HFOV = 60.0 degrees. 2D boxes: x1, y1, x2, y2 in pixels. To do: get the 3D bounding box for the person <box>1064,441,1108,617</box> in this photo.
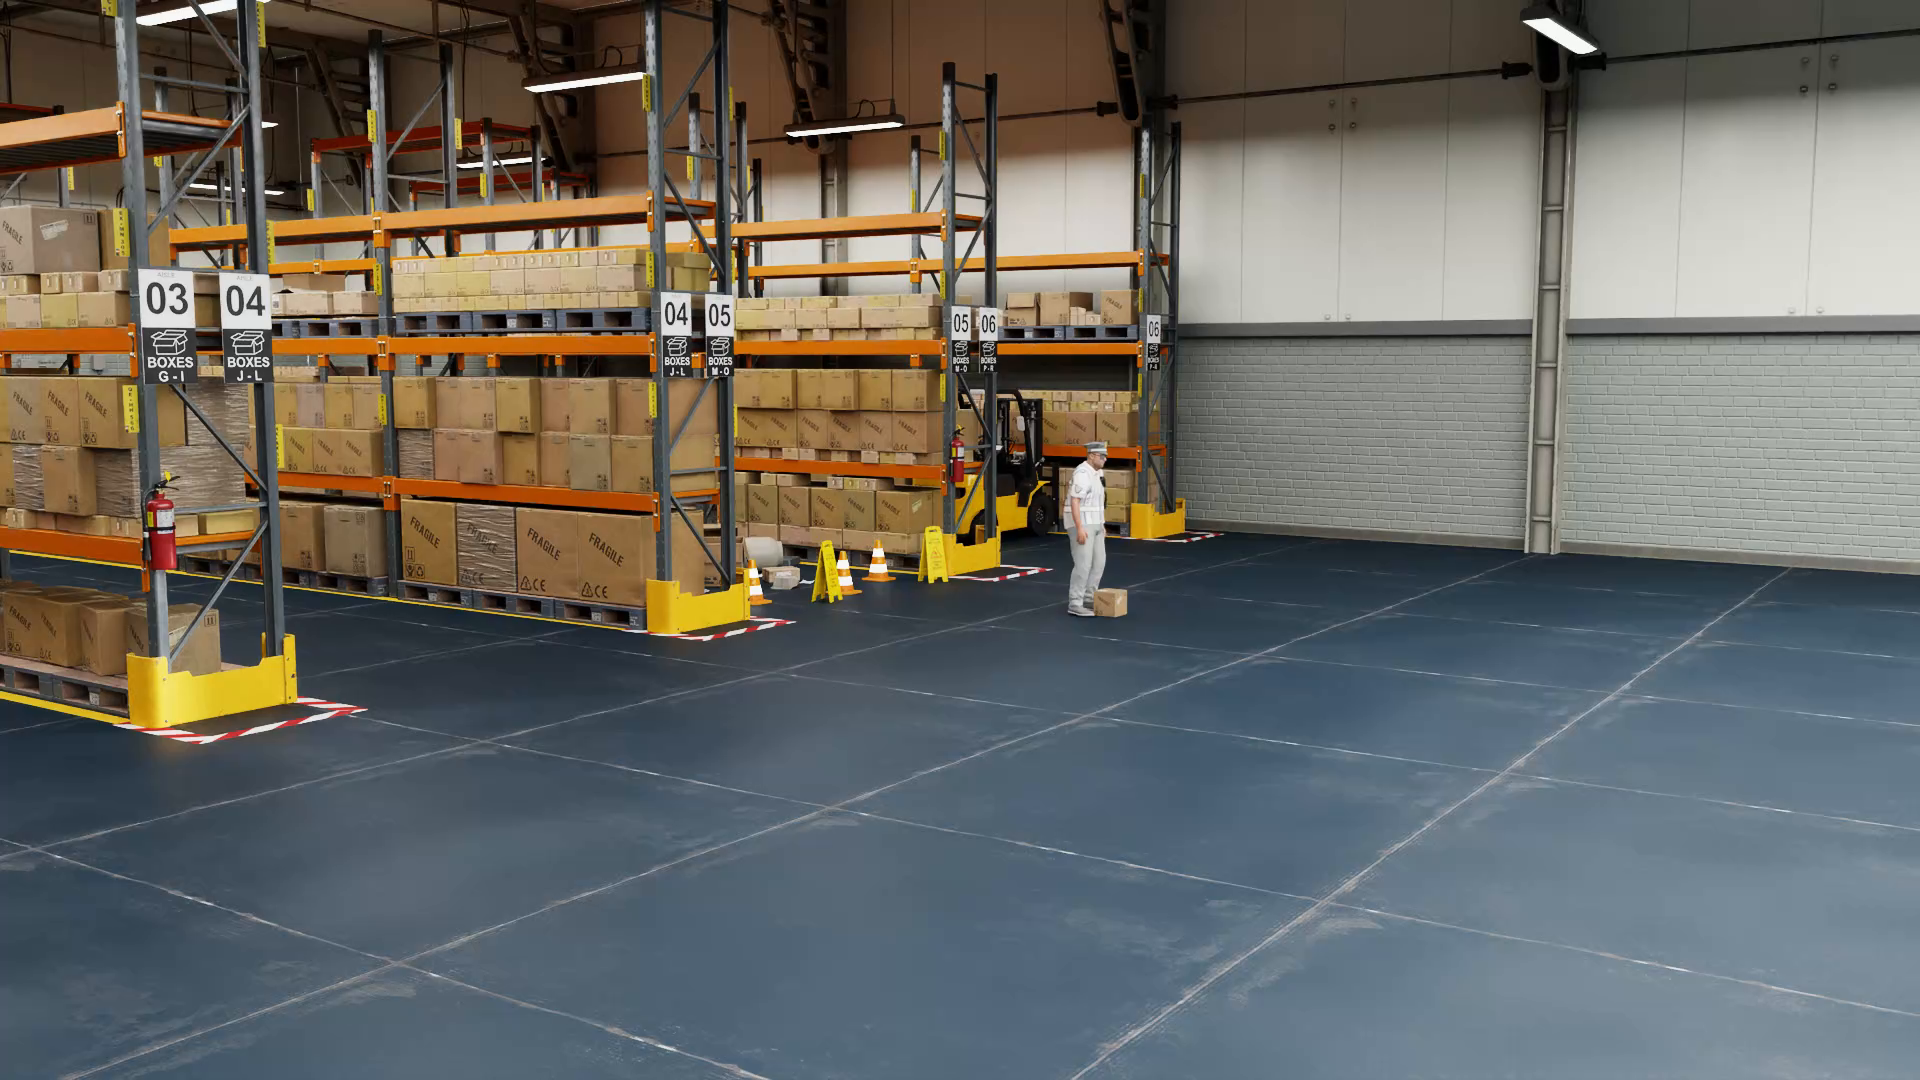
[{"bbox_3d":[1.292,-0.130,16.911,0.431,1.750,0.606,4,7,30],"label":"person"}]
